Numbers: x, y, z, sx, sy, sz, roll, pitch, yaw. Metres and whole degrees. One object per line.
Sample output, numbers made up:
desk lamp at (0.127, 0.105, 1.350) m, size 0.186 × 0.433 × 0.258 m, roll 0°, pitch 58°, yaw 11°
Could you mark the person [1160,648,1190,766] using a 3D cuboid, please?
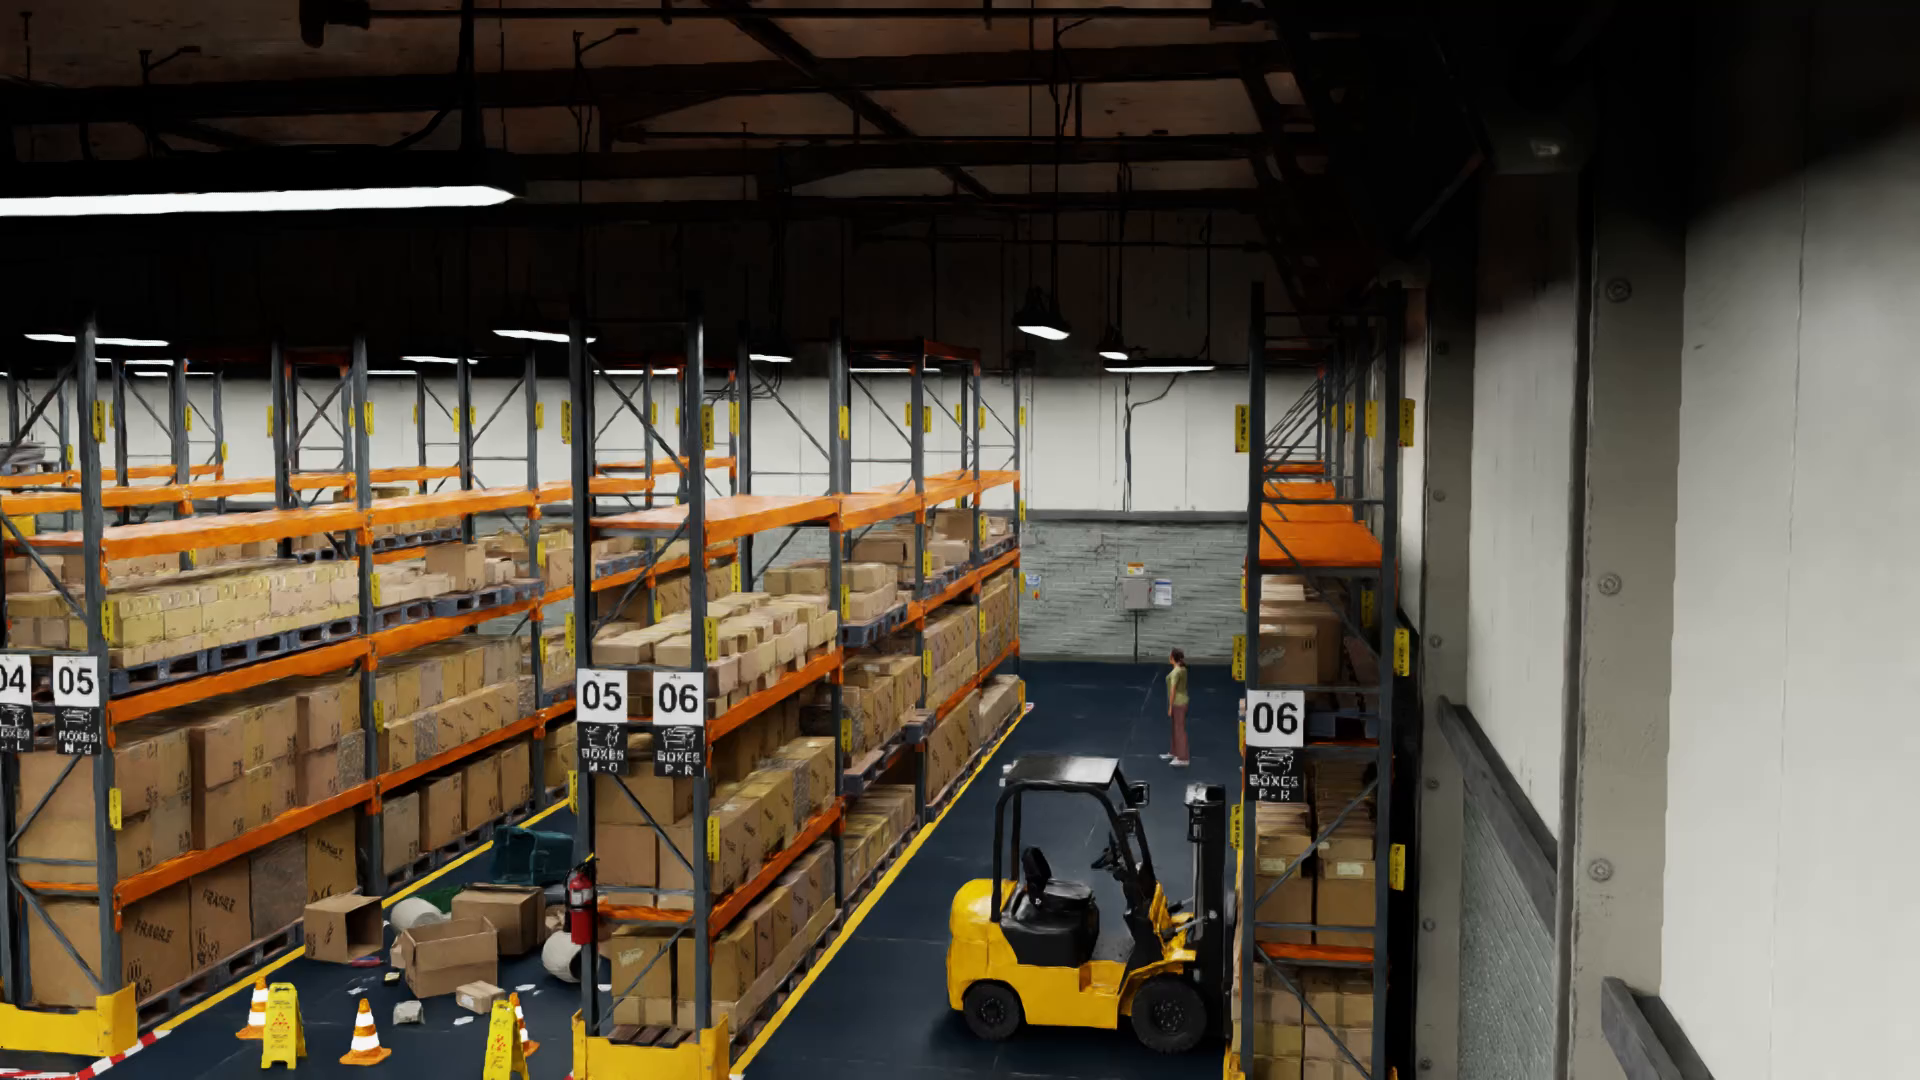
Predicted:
person at (3.108, 2.386, 23.997) m, size 0.540 × 1.668 × 0.544 m, roll 2°, pitch 5°, yaw 27°
